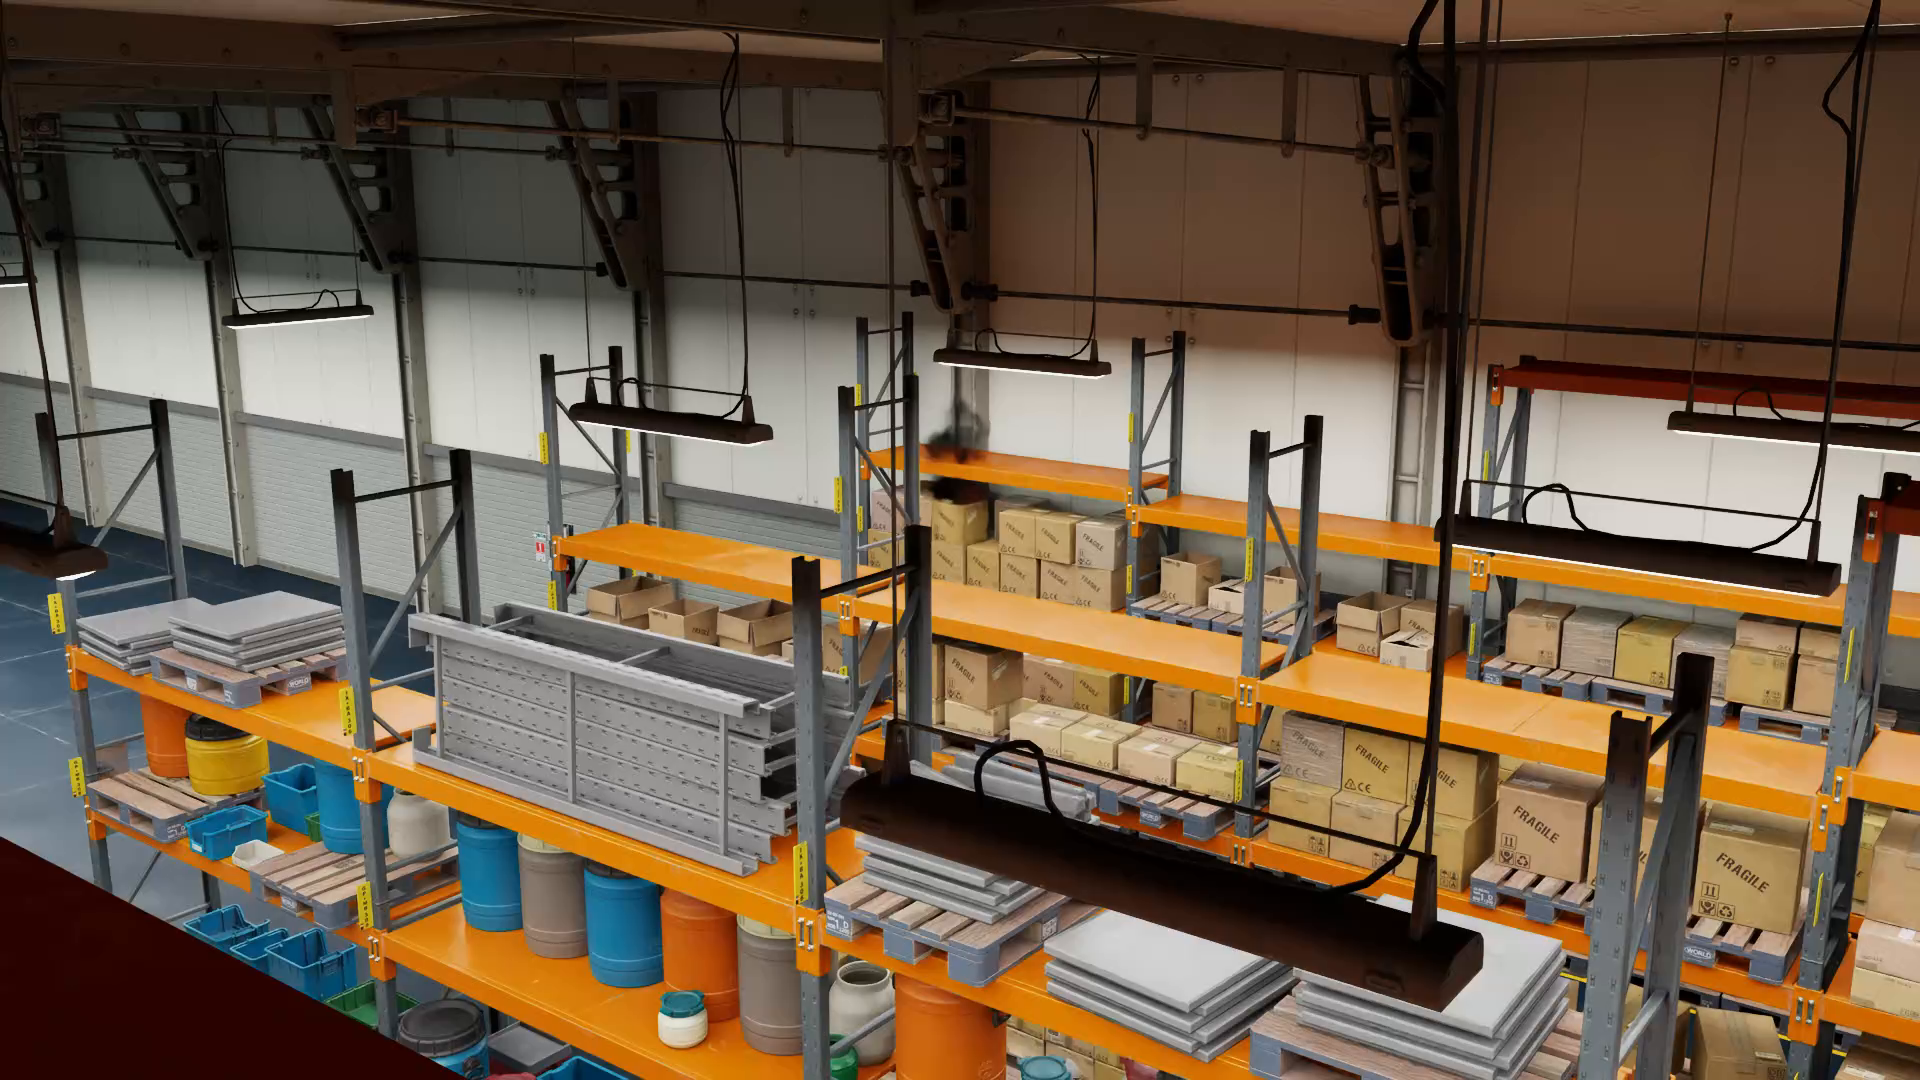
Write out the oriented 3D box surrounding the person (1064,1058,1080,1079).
[{"bbox_3d":[0.834,4.559,11.946,0.815,1.705,0.601,9,16,34],"label":"person"}]
